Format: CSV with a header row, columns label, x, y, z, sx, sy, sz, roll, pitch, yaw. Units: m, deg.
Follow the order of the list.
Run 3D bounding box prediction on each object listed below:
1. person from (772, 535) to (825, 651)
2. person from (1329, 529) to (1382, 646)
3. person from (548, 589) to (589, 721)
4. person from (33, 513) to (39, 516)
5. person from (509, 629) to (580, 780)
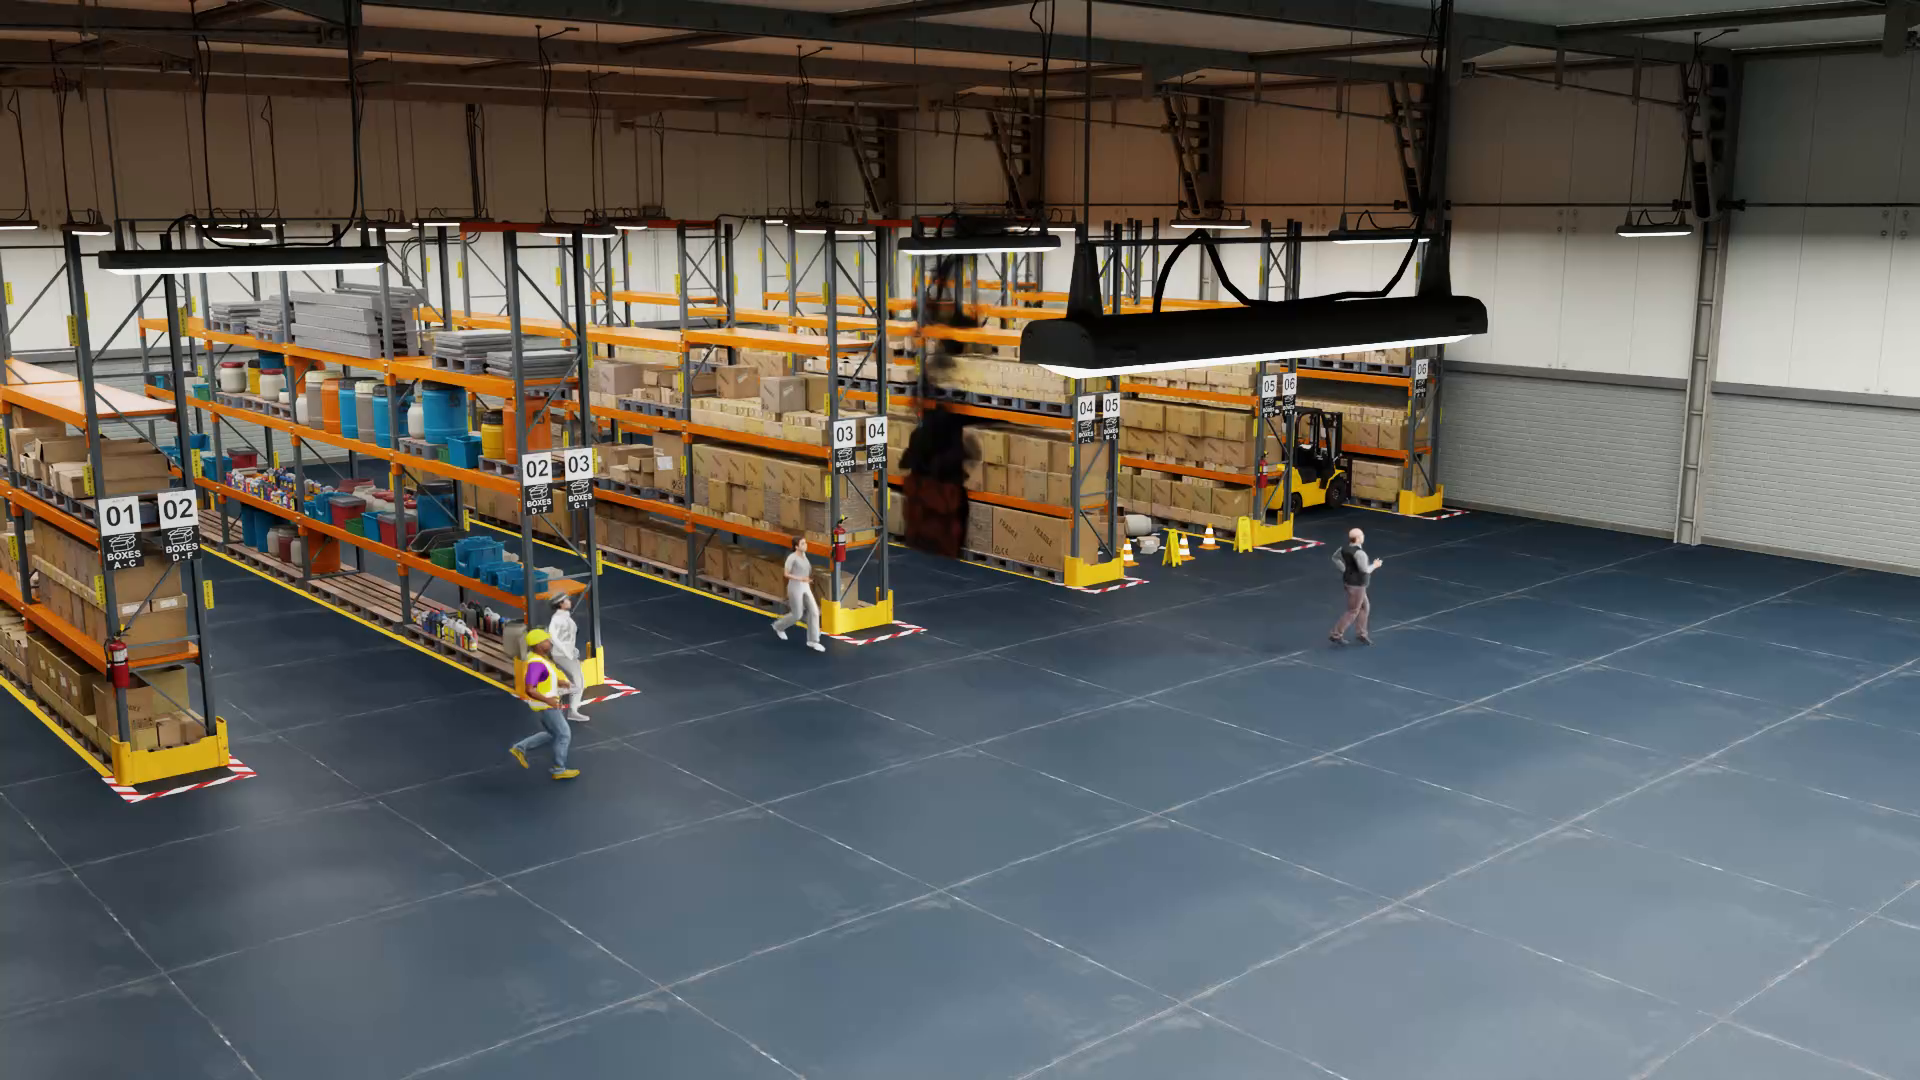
label,x,y,z,sx,sy,sz,roll,pitch,yaw
person,-2.353,0.747,24.022,0.890,1.671,0.603,7,13,30
person,5.694,0.707,23.993,0.742,1.775,0.643,-2,12,-8
person,-4.941,1.417,20.738,0.613,1.624,0.660,-1,11,-5
person,-16.704,-0.573,30.307,0.692,1.730,0.755,7,13,31
person,-4.643,1.830,18.459,0.753,1.723,0.707,-3,12,-14
